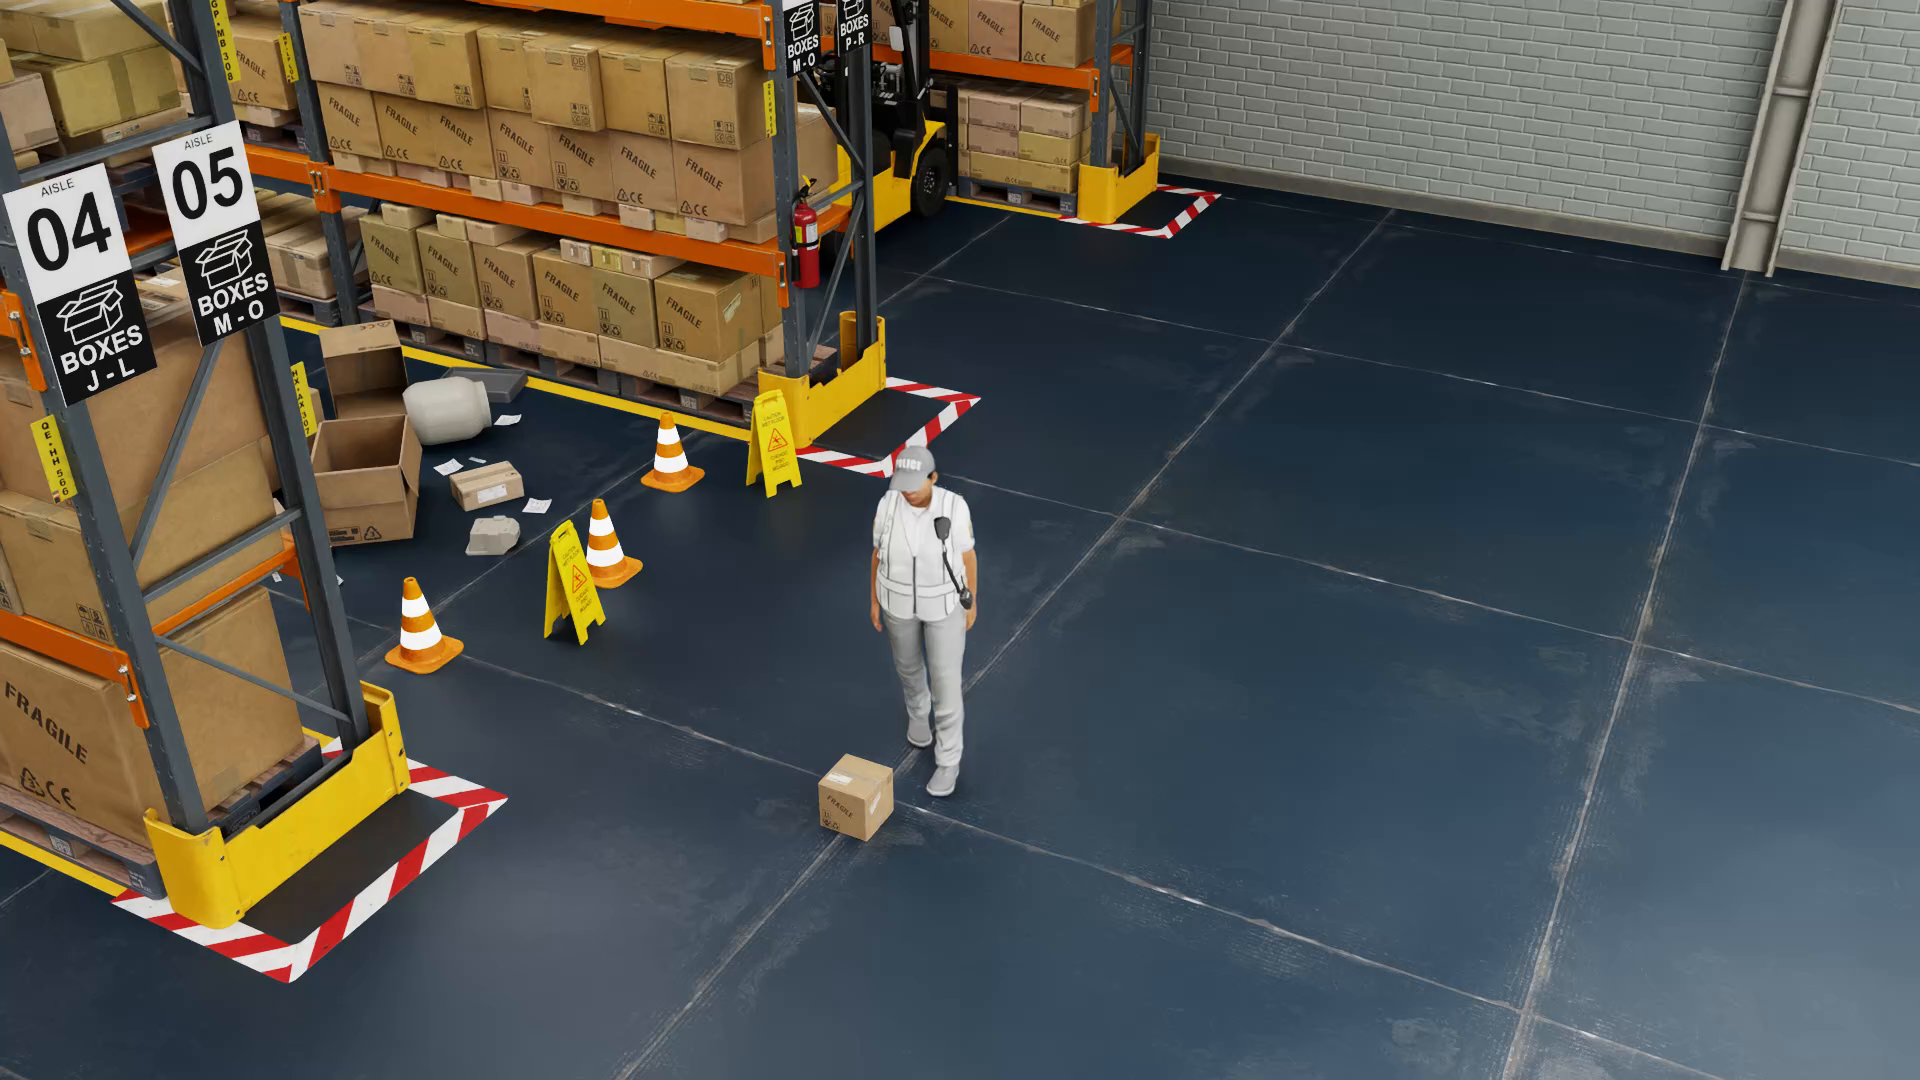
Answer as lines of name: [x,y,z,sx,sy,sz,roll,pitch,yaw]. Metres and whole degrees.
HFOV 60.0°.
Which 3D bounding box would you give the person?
person: [-0.194,0.345,7.685,0.493,1.650,0.704,6,31,10]
